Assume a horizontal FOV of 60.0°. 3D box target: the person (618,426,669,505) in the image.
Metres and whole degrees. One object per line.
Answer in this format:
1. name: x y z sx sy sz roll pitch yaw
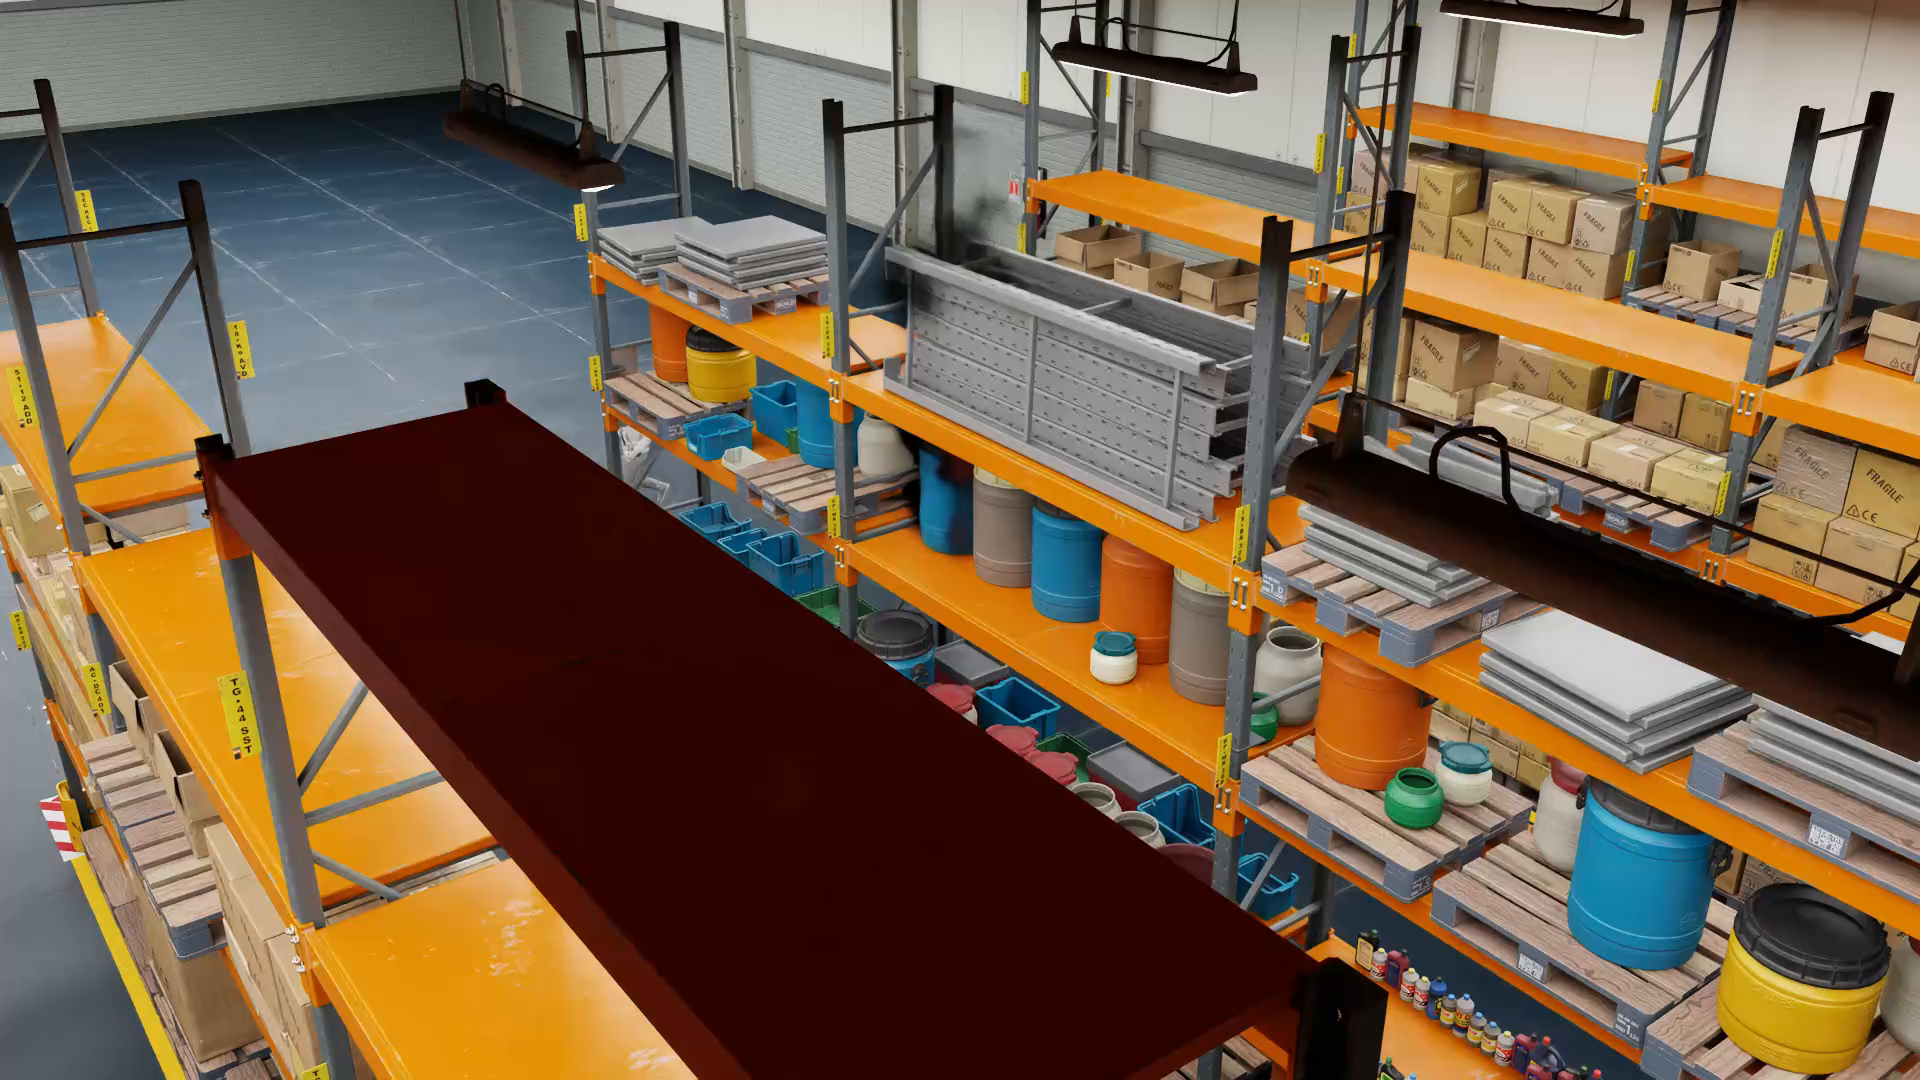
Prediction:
1. person: -3.717 -1.023 19.213 0.690 1.662 0.622 -10 26 -20
